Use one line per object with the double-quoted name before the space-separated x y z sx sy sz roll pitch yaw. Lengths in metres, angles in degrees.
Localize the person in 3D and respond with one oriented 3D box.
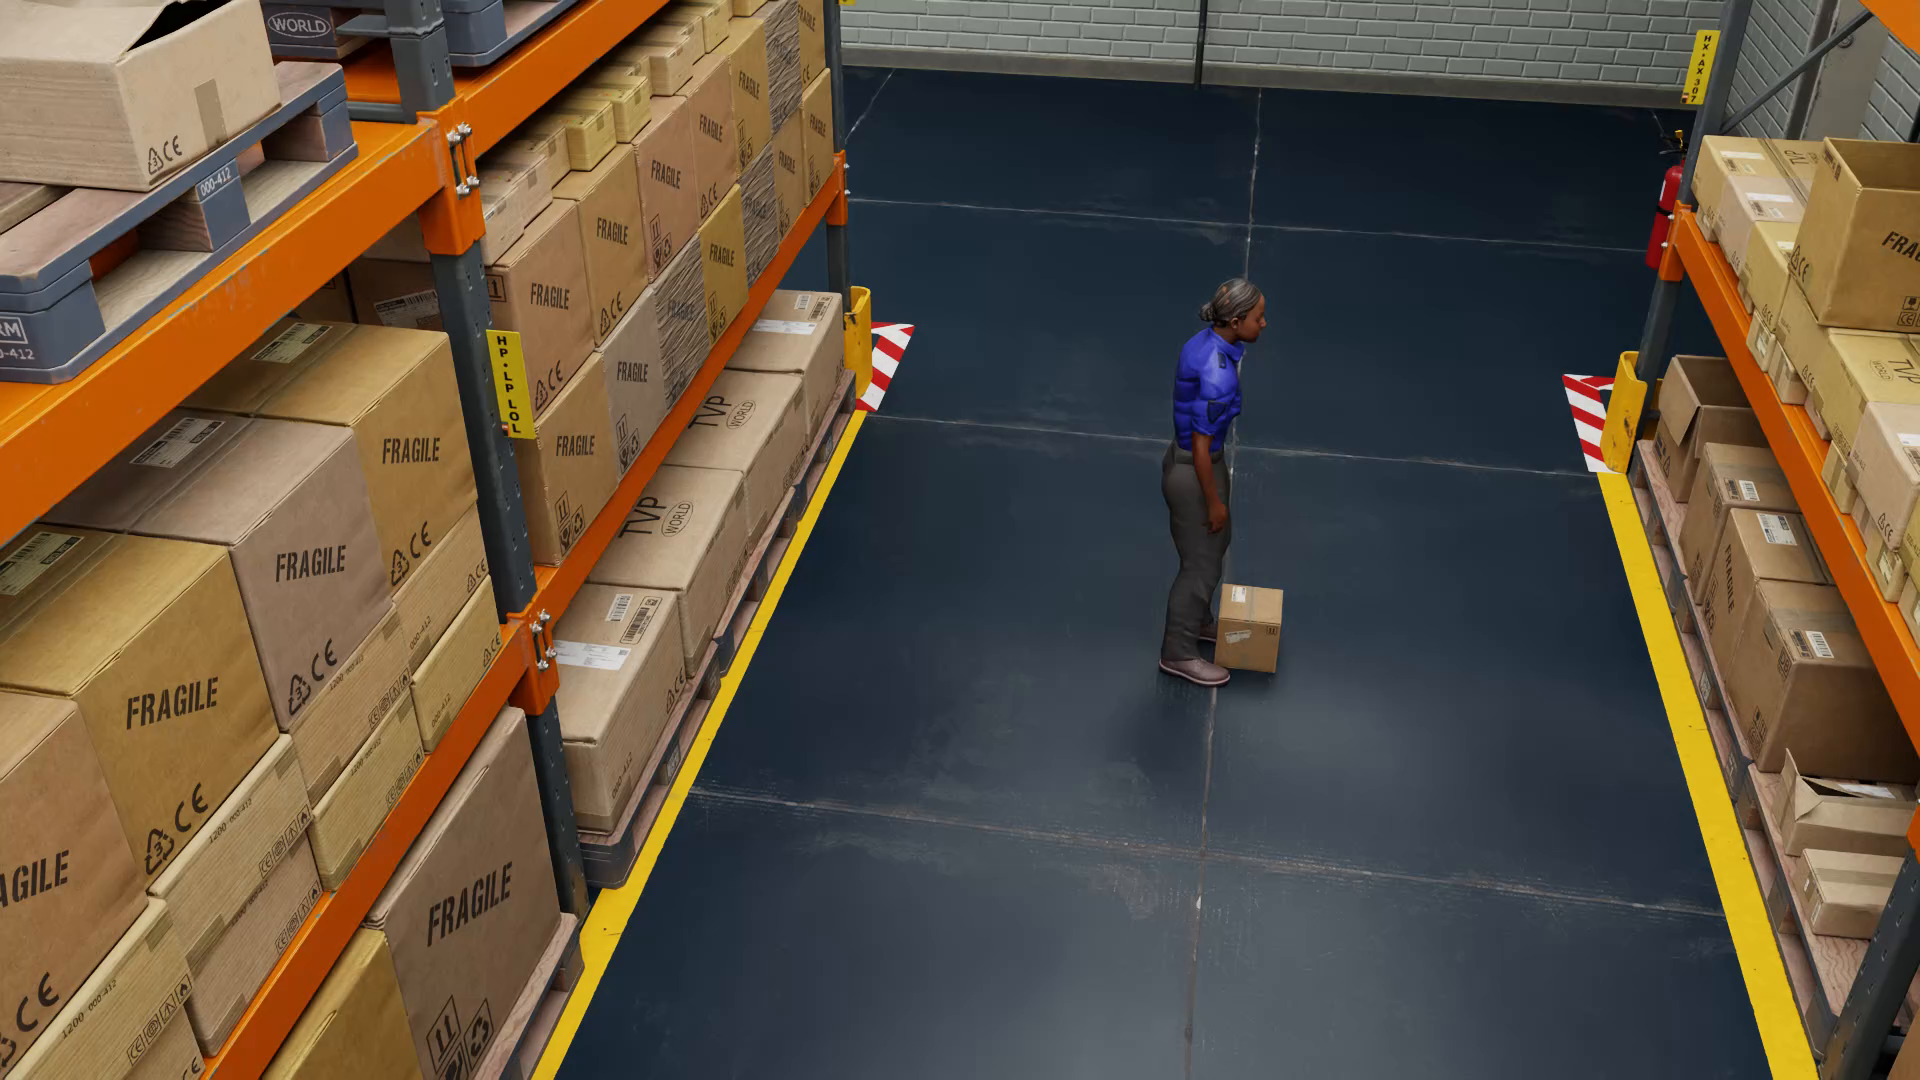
"person" 0.989 -0.243 6.521 0.395 1.656 0.530 4 33 6
